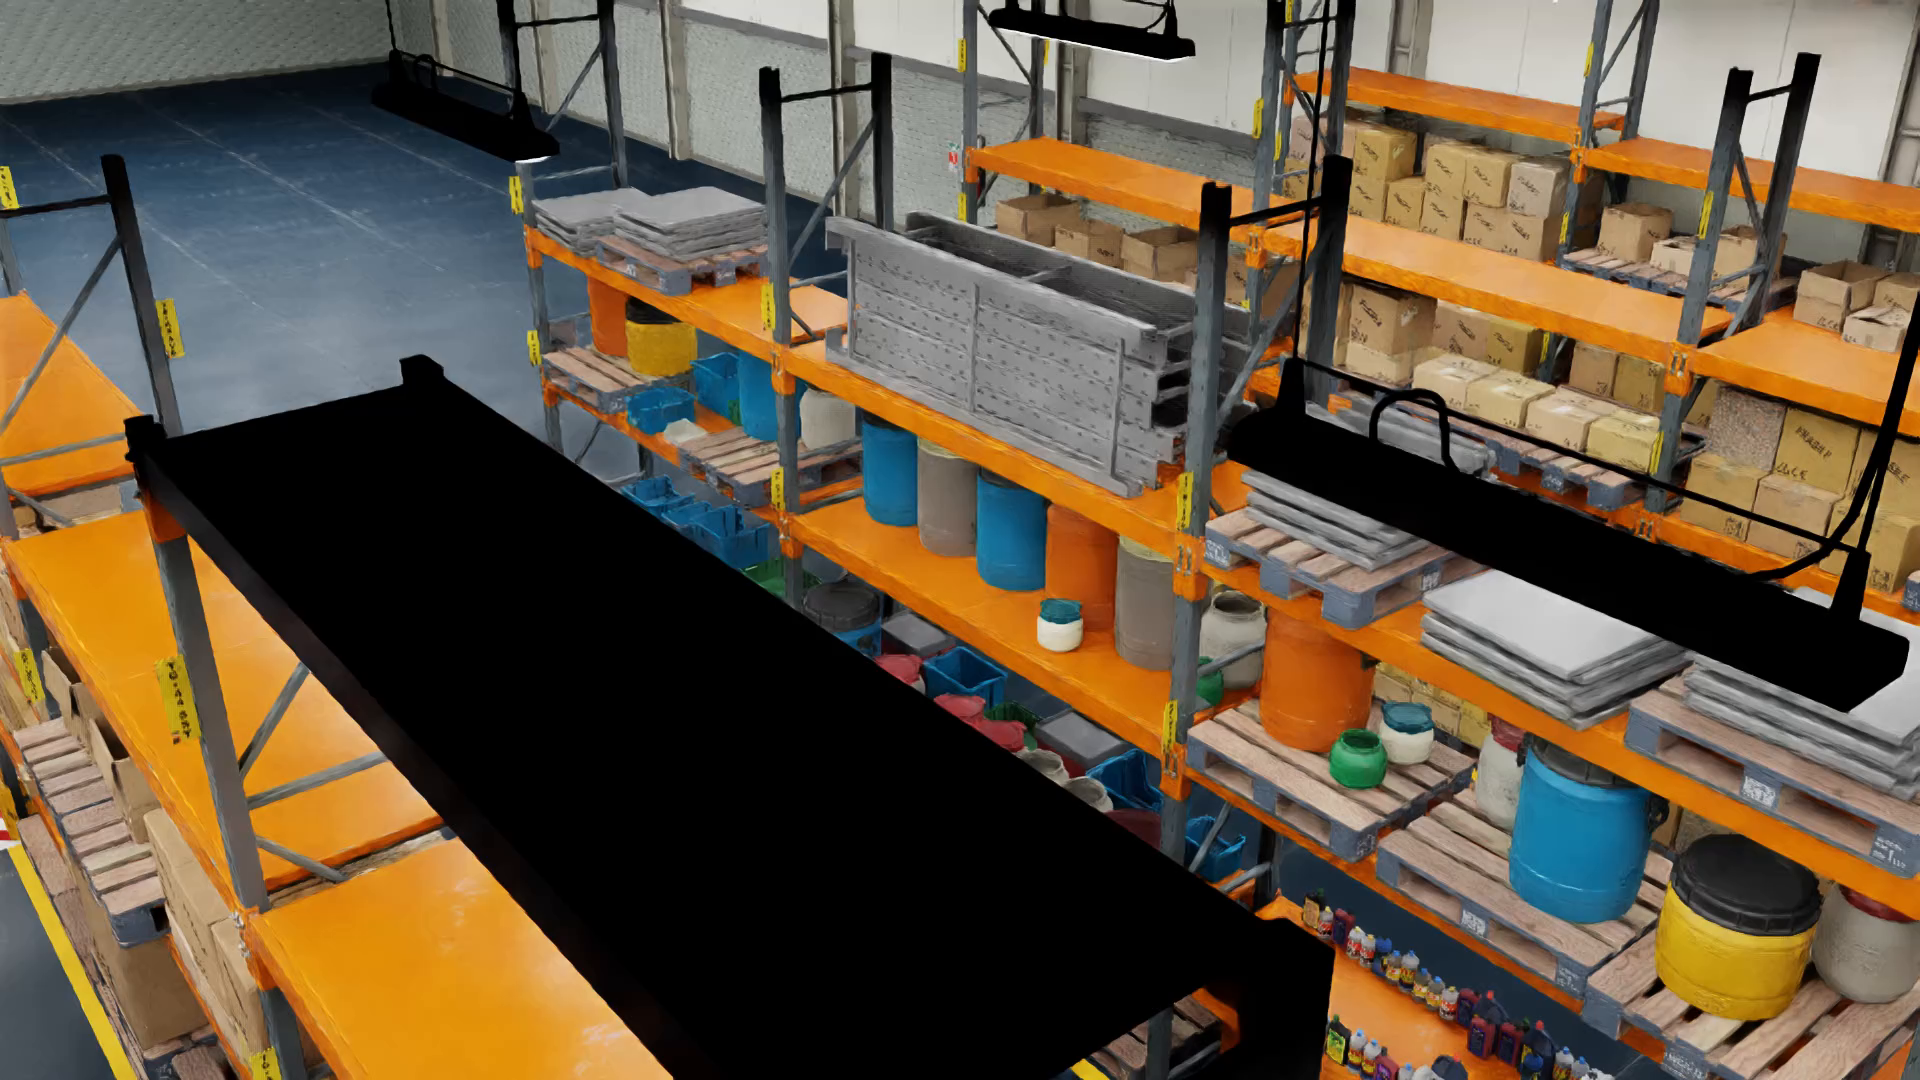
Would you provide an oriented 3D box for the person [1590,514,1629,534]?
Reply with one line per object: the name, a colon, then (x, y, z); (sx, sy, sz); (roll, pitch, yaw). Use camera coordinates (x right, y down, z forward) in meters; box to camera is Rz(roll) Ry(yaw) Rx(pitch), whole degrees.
person: (6.571, -0.241, 16.848); (0.844, 1.661, 0.682); (17, 30, 31)
